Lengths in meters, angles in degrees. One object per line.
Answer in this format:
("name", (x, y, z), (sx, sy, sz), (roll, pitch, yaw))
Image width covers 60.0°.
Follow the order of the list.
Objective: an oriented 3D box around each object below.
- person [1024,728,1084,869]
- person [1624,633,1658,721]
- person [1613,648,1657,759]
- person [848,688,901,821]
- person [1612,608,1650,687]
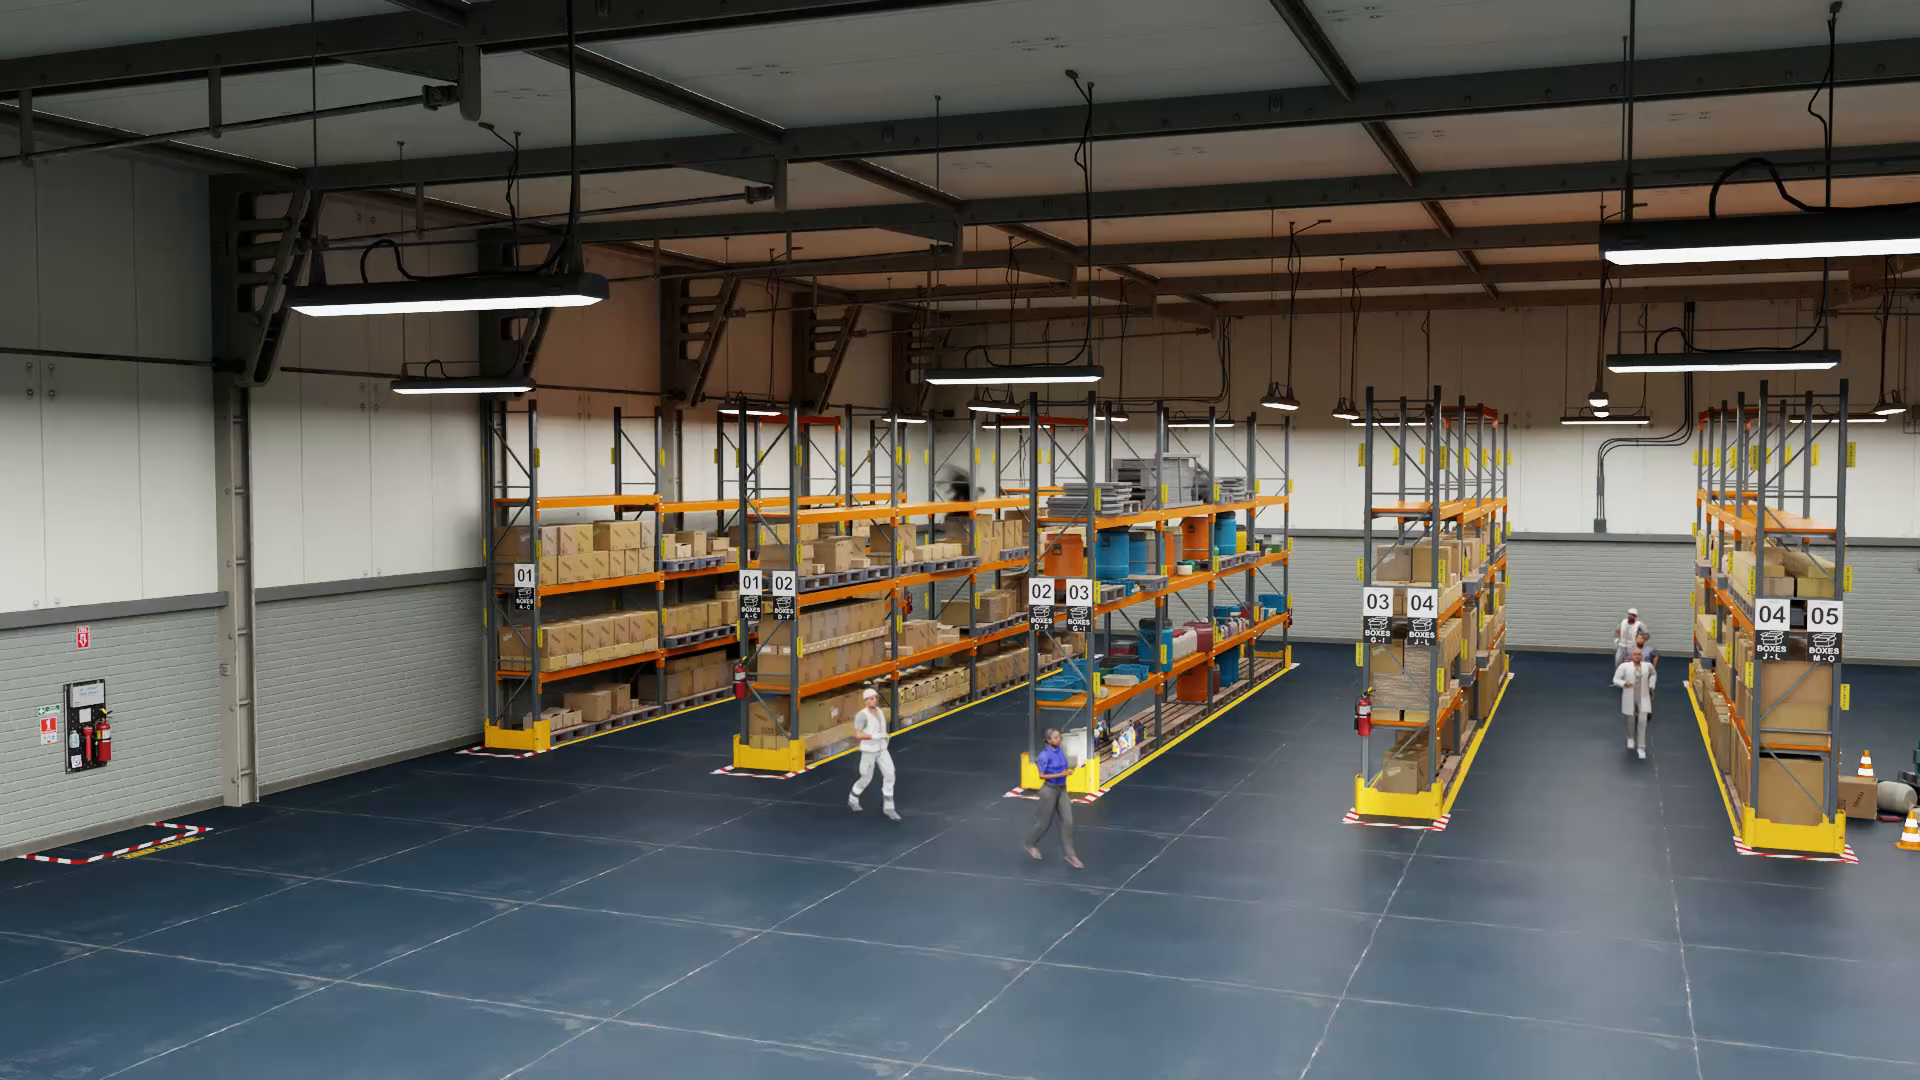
("person", (1.147, 3.142, 20.398), (0.850, 1.679, 0.570), (3, 4, 44))
("person", (13.020, 2.623, 31.810), (0.605, 1.679, 0.702), (1, 3, 22))
("person", (11.376, 2.706, 28.017), (0.709, 1.790, 1.057), (1, 3, 18))
("person", (-1.193, 2.965, 23.162), (0.667, 1.801, 0.908), (-3, 4, -42))
("person", (14.695, 2.350, 36.441), (0.631, 1.726, 0.761), (-3, 4, -44))
